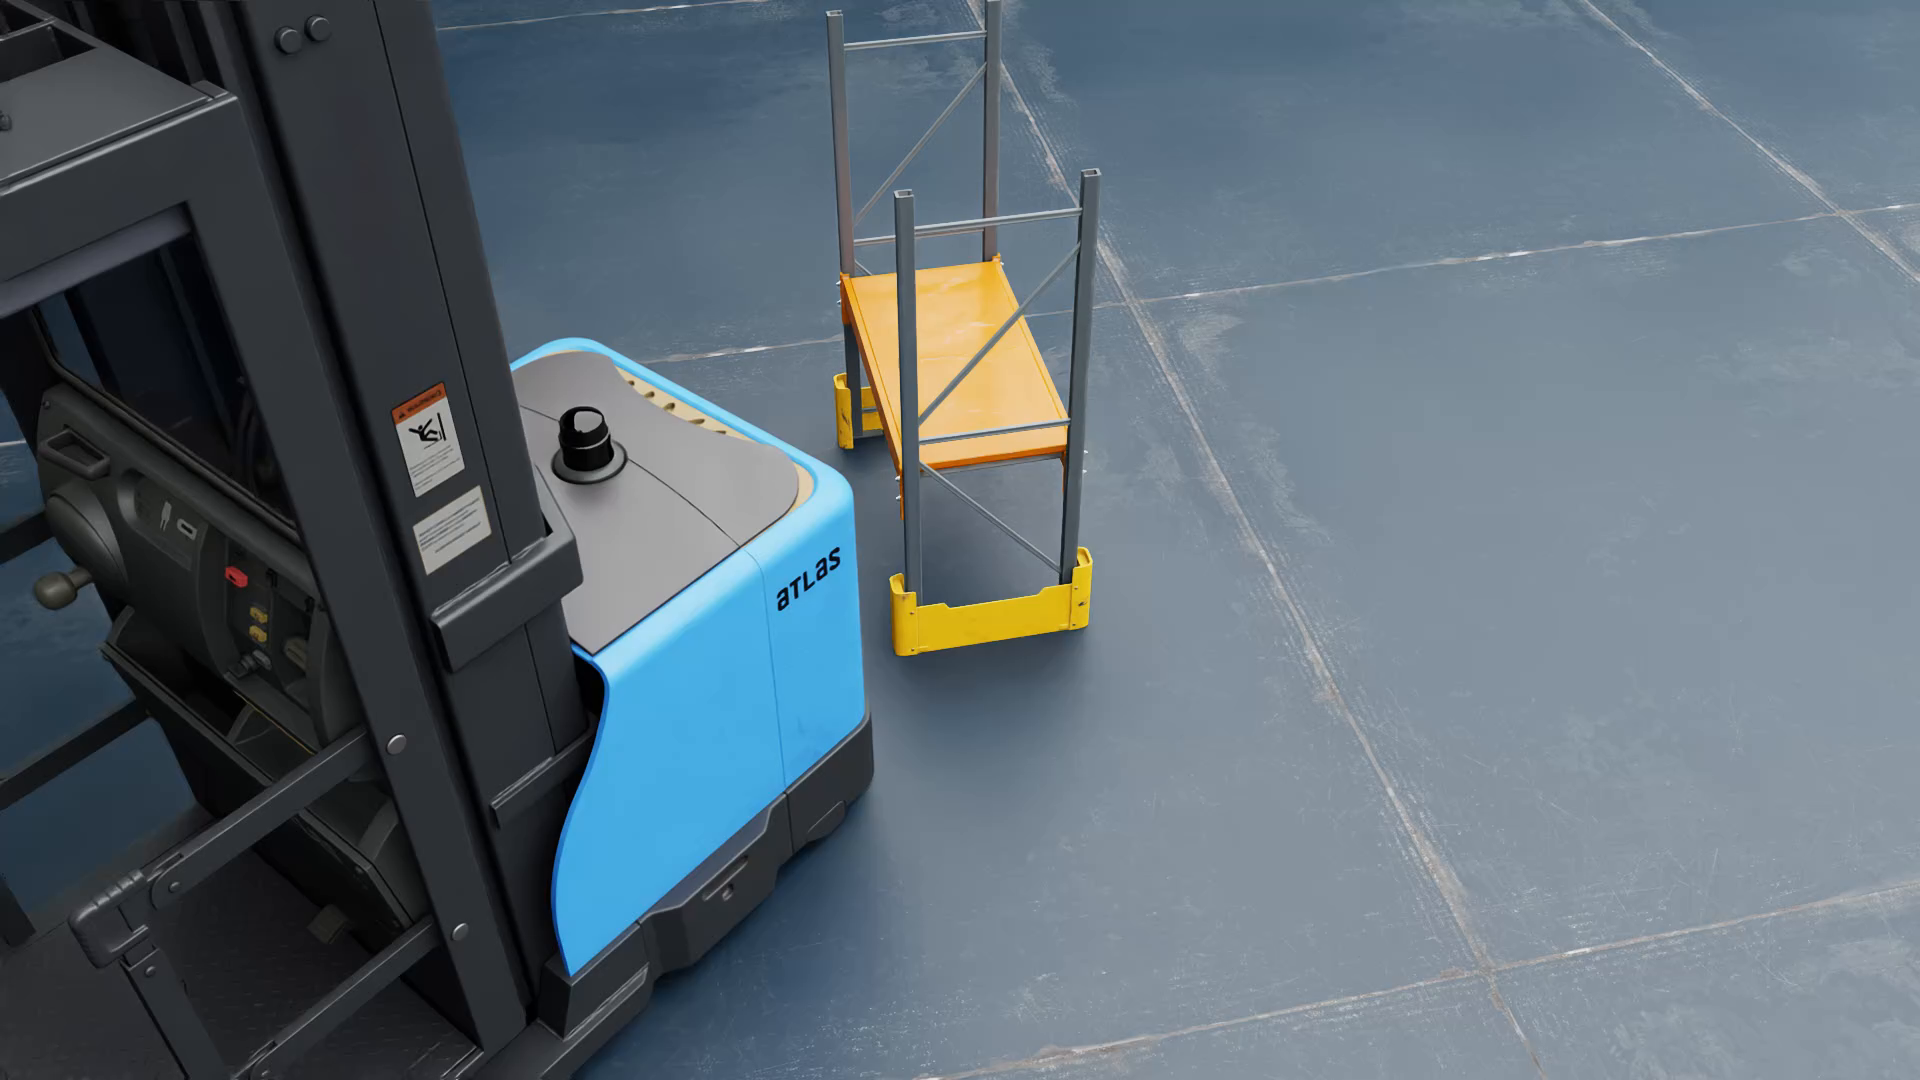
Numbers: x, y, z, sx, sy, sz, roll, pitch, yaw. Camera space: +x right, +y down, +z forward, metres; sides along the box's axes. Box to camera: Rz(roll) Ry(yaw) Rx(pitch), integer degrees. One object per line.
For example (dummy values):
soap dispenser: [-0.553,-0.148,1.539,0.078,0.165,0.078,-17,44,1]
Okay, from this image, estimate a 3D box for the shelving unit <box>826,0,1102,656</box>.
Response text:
shelving unit: [-0.016,-0.610,4.808,0.587,1.500,1.083,-8,42,-9]

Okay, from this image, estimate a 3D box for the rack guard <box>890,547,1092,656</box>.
rack guard: [0.091,0.180,4.859,0.587,0.250,0.087,-8,42,-9]

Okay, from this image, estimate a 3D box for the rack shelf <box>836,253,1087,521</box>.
rack shelf: [-0.018,-0.482,4.934,0.538,0.185,1.000,-8,42,-9]

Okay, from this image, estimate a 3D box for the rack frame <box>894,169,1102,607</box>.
rack frame: [0.091,-0.287,4.443,0.500,1.500,0.032,-8,42,-9]

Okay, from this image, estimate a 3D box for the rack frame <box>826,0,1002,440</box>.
rack frame: [-0.128,-0.946,5.186,0.500,1.500,0.032,-8,42,-9]

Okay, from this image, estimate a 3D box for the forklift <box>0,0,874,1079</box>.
forklift: [-1.546,0.127,2.899,1.130,2.935,3.031,28,49,28]

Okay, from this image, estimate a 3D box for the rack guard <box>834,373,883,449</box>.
rack guard: [-0.124,-0.466,5.586,0.587,0.250,0.087,-8,42,-9]
